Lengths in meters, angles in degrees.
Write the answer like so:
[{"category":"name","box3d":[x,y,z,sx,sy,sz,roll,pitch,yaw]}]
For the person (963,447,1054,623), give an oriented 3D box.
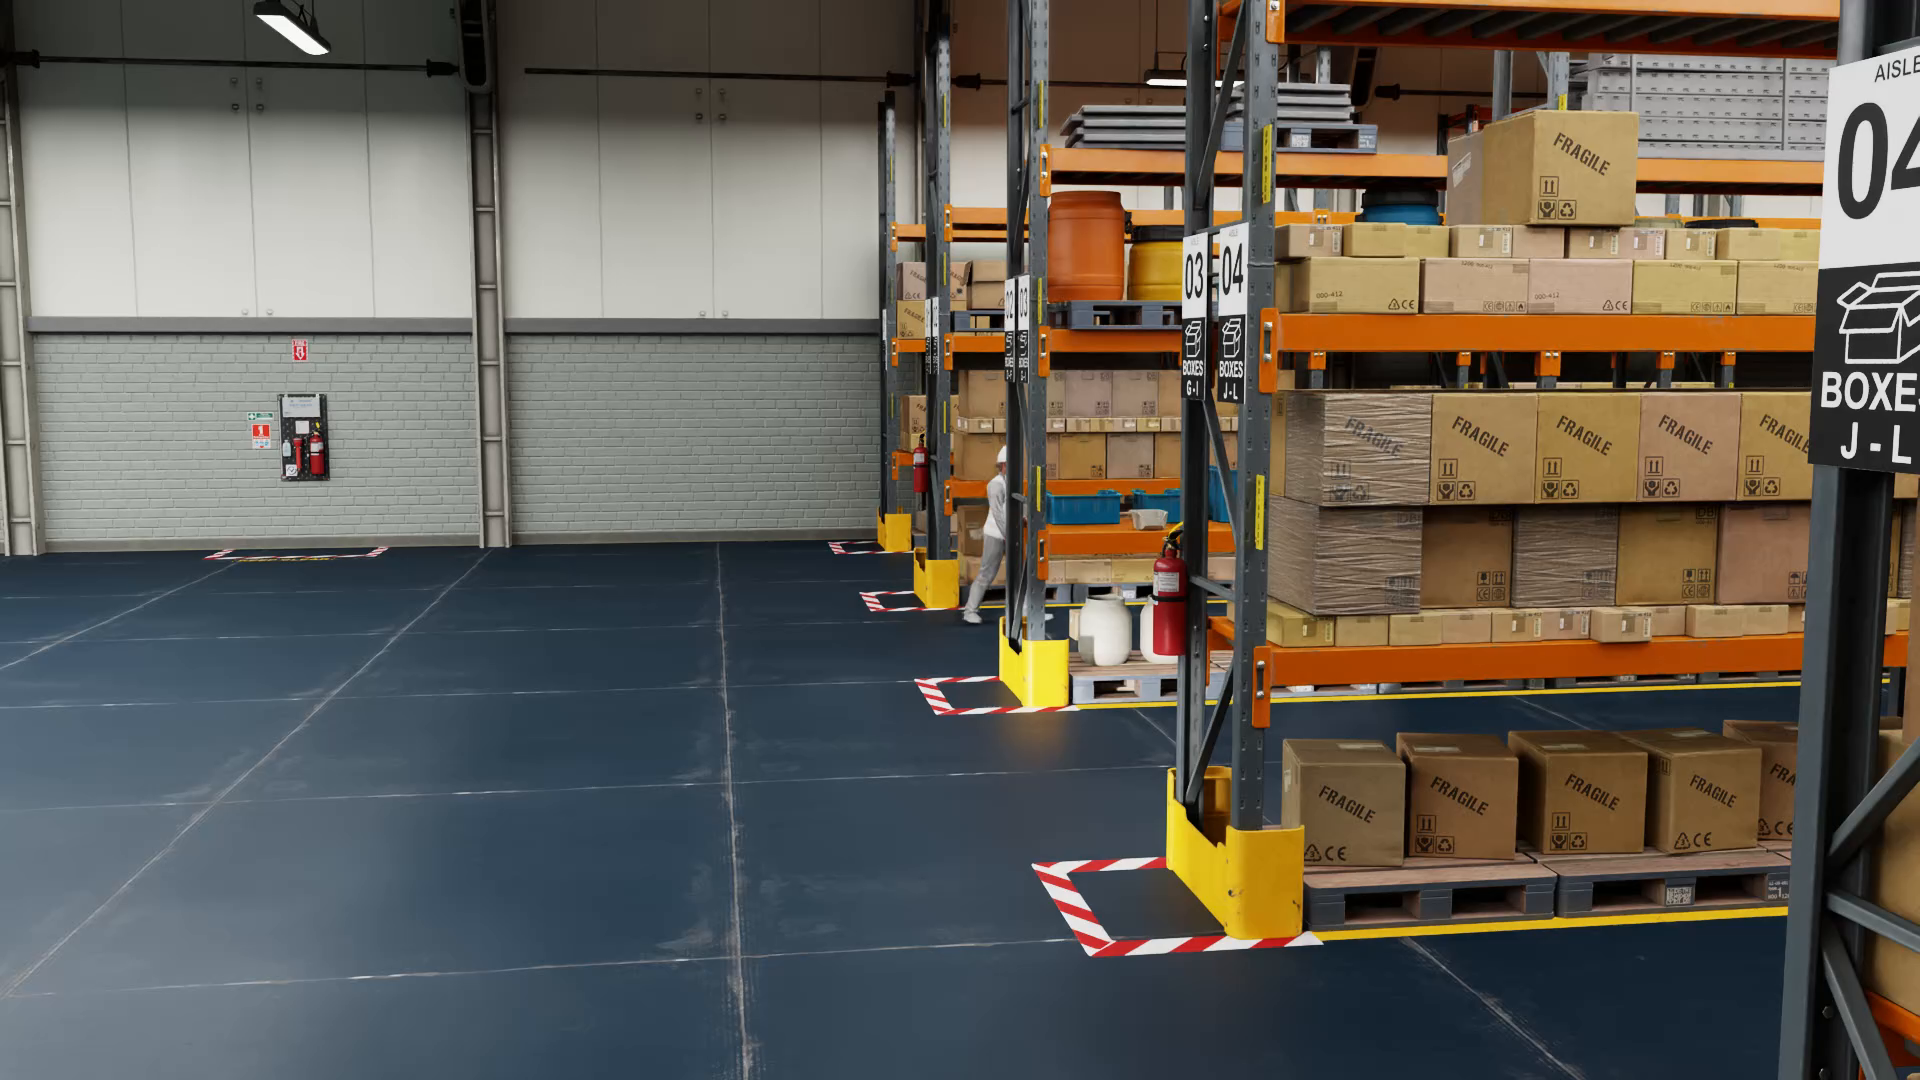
[{"category":"person","box3d":[0.445,-0.047,16.148,0.777,1.737,0.621,4,8,32]}]
